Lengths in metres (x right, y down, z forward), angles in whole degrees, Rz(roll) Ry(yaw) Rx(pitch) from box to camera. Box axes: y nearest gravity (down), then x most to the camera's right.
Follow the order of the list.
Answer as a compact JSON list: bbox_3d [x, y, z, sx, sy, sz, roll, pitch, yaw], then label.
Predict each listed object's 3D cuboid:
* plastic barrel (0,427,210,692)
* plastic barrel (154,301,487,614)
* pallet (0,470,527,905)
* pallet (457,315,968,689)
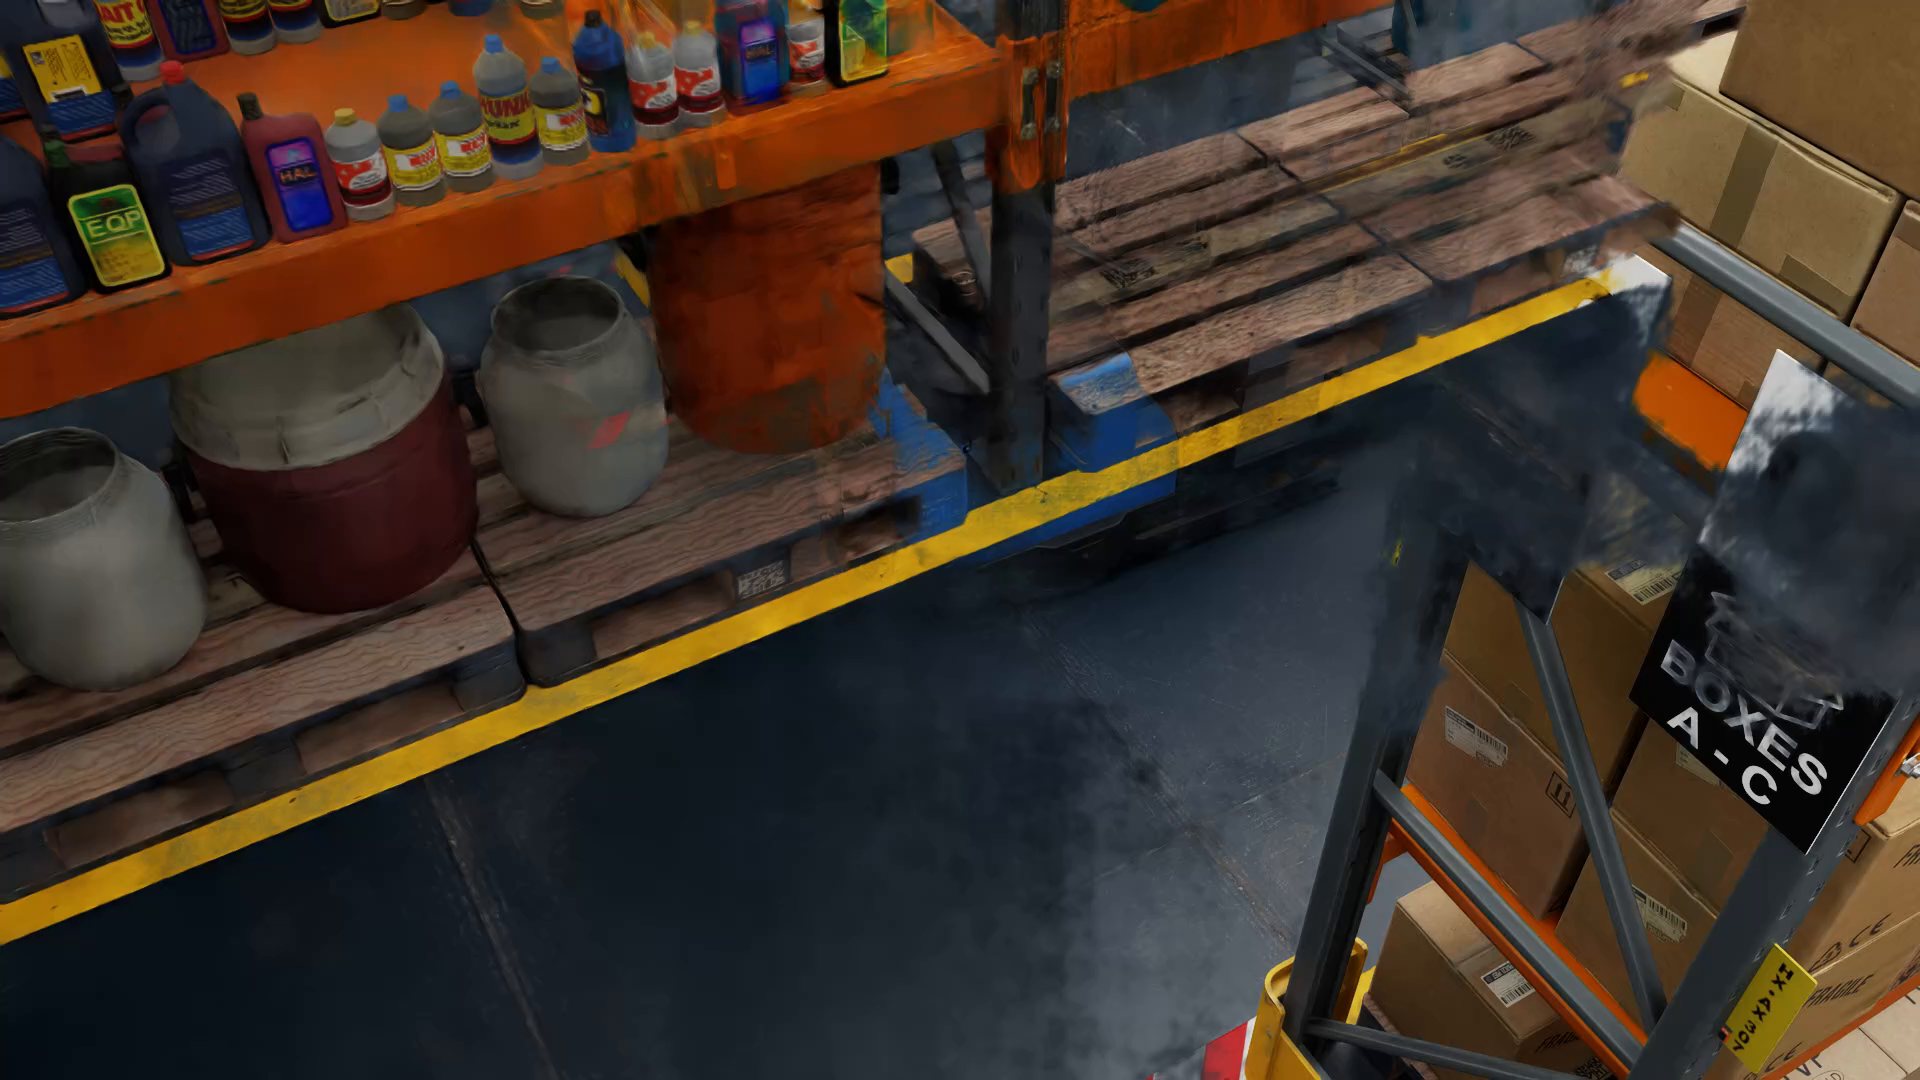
[{"bbox_3d":[3.850,-3.352,9.535,0.421,0.512,0.421,0,44,0],"label":"plastic barrel"},{"bbox_3d":[4.295,-3.629,9.766,0.708,0.588,0.600,-22,48,-21],"label":"plastic barrel"},{"bbox_3d":[3.971,-3.196,9.892,1.213,0.211,1.003,-22,48,-21],"label":"pallet"},{"bbox_3d":[5.027,-3.617,10.325,1.213,0.211,1.003,-22,48,-21],"label":"pallet"}]
